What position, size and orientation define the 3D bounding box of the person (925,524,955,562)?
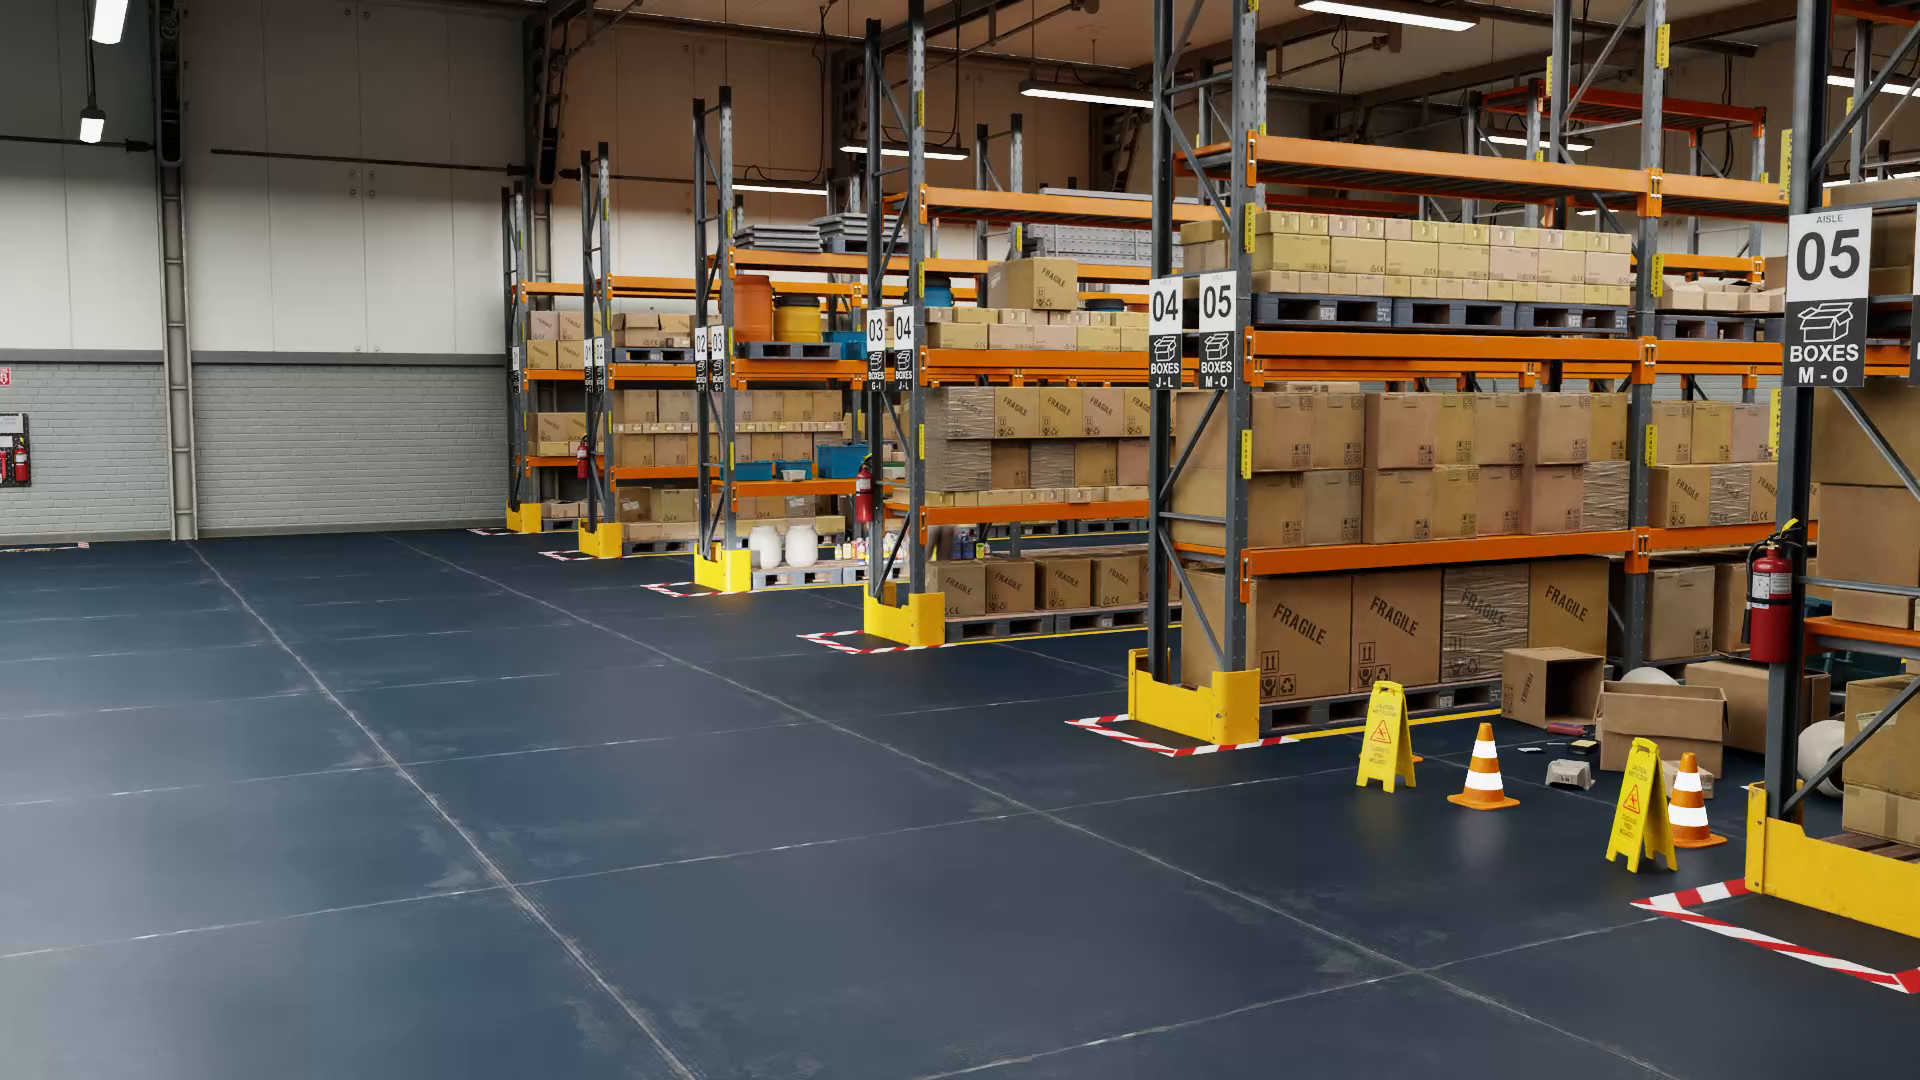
[{"bbox_3d":[-0.328,-0.134,18.948,0.493,1.712,0.530,-3,6,-28],"label":"person"}]
